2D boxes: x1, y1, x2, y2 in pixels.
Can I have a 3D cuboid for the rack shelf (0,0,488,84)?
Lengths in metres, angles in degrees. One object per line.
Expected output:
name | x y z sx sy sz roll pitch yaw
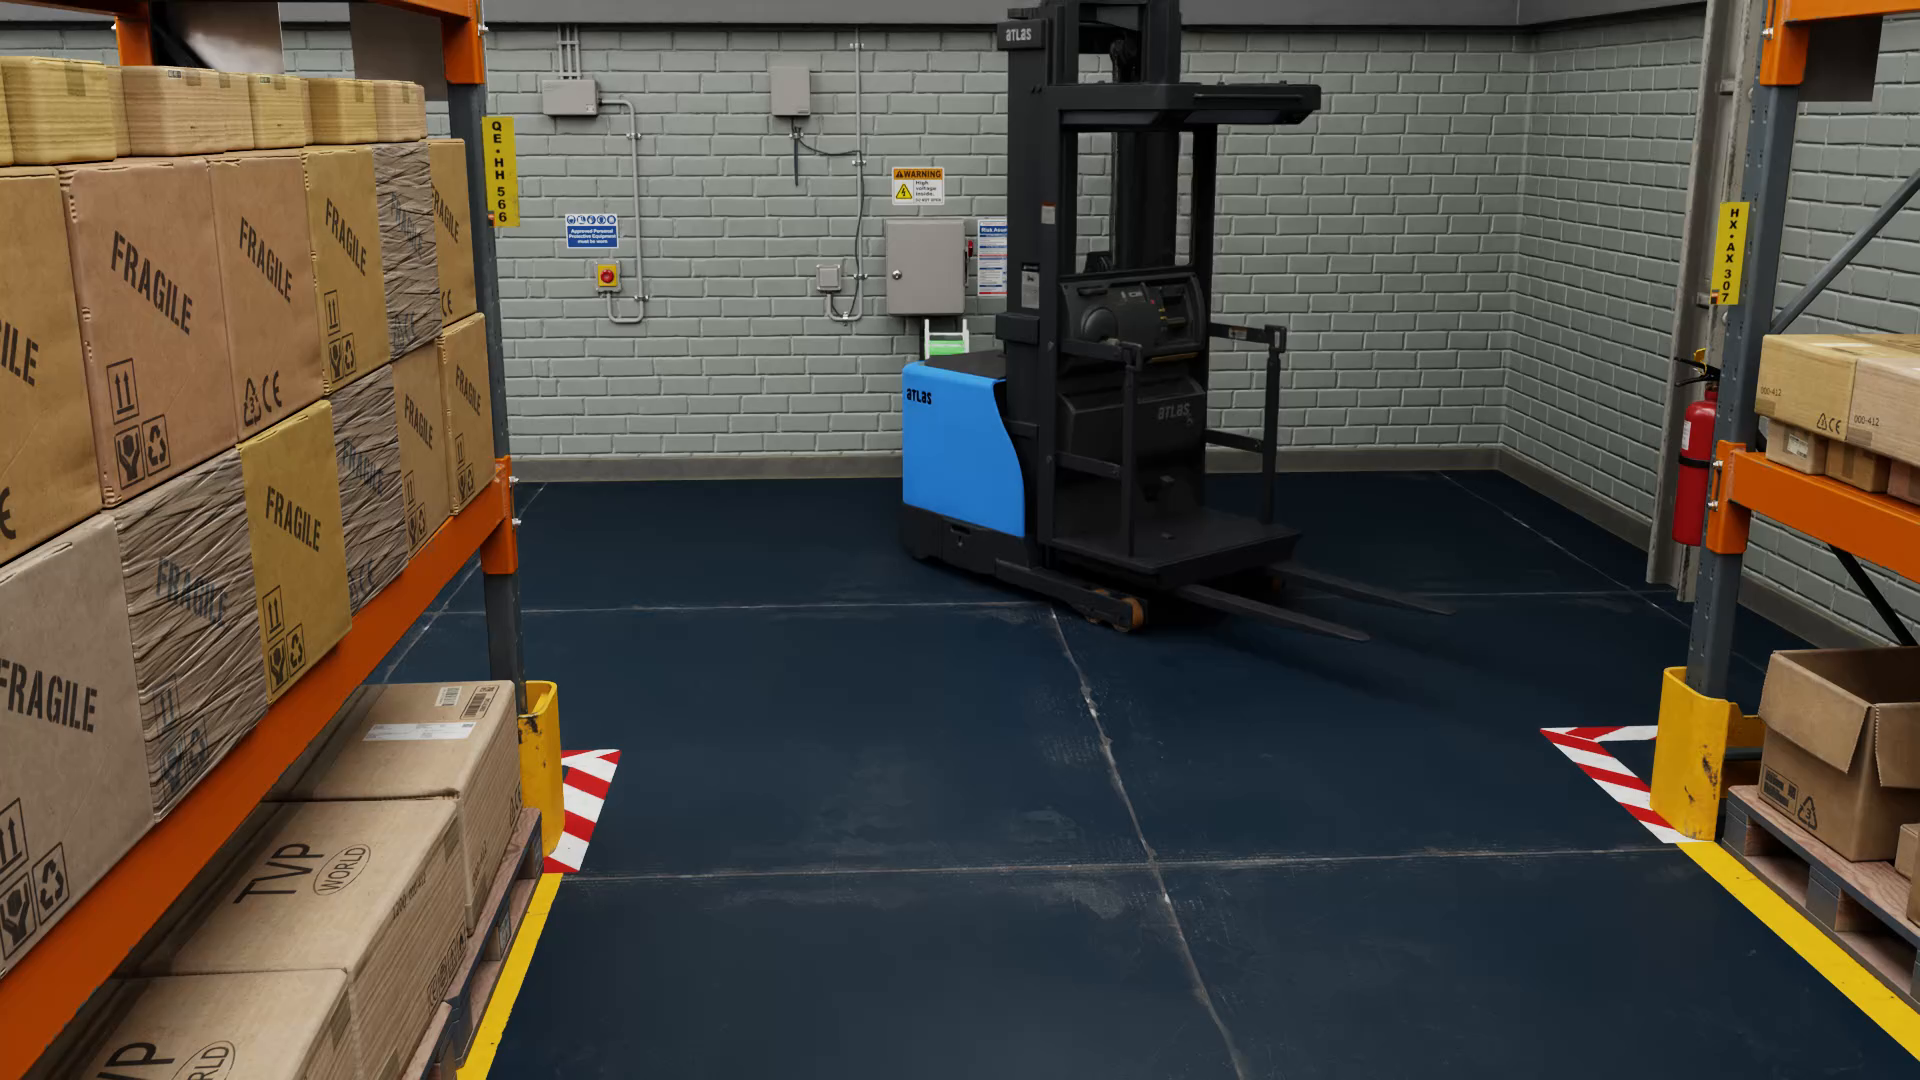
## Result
rack shelf | -1.811 -1.039 2.970 1.077 0.370 4.000 -1 14 -3

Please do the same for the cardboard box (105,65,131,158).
cardboard box | -1.576 -0.684 2.655 0.380 0.149 0.250 -1 14 -4

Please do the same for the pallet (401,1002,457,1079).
pallet | -1.734 1.418 3.590 1.003 0.211 1.213 -1 14 -3

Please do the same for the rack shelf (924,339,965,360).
rack shelf | -0.077 -1.049 9.527 0.258 0.148 0.480 0 14 -1

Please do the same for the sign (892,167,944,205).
sign | -0.270 -2.281 10.715 0.339 0.242 0.001 -1 14 -3

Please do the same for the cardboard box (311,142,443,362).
cardboard box | -1.605 -0.719 4.095 0.500 0.500 0.500 -1 14 -3

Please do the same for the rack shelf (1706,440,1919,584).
rack shelf | 3.143 0.336 3.645 1.077 0.370 4.000 -1 14 -3

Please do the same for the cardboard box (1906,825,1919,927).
cardboard box | 2.977 0.864 4.322 0.700 0.500 0.500 0 14 -1

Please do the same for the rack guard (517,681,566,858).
rack guard | -1.936 0.772 5.522 1.175 0.500 0.348 -1 14 -3

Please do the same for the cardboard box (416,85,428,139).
cardboard box | -1.712 -1.193 4.635 0.380 0.149 0.250 -1 14 -3

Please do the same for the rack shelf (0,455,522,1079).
rack shelf | -1.811 0.413 3.344 1.077 0.370 4.000 -1 14 -3

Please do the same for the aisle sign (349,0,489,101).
aisle sign | -1.630 -1.714 4.952 0.394 0.787 0.004 -1 14 -3

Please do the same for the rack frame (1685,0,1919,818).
rack frame | 3.019 -0.510 5.489 1.000 3.000 0.127 -1 14 -3

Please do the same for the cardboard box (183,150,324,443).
cardboard box | -1.549 -0.471 3.131 0.500 0.500 0.500 -1 14 -4

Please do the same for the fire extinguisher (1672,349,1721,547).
fire extinguisher | 2.549 -0.321 5.659 0.296 0.674 0.183 -1 14 -3

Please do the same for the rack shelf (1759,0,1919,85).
rack shelf | 3.143 -1.117 3.271 1.077 0.370 4.000 -1 14 -3

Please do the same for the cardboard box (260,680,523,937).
cardboard box | -1.794 0.768 4.822 0.875 0.438 0.875 -1 14 -5

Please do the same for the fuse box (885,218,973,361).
fuse box | -0.202 -1.207 10.782 0.539 1.711 0.414 -1 14 -3

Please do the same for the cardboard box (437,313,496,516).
cardboard box | -1.640 -0.365 4.724 0.500 0.500 0.500 -1 14 -3

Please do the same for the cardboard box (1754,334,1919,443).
cardboard box | 2.779 -0.464 5.016 0.500 0.250 0.500 -1 14 -3

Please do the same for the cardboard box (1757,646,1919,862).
cardboard box | 2.963 0.649 5.151 0.797 0.503 0.637 -1 15 -6

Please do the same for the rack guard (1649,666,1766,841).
rack guard | 3.024 0.719 5.727 1.175 0.500 0.348 -1 14 -3

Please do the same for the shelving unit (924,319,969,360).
shelving unit | -0.077 -0.646 9.631 0.258 1.200 0.503 0 14 -1

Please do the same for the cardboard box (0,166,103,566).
cardboard box | -1.500 -0.218 2.147 0.500 0.500 0.500 -1 14 -4

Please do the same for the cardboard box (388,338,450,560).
cardboard box | -1.624 -0.240 4.238 0.500 0.500 0.500 -1 14 -5

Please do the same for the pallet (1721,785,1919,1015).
pallet | 3.074 1.058 4.992 1.003 0.211 1.213 -1 14 -3

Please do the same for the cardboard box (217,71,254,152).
cardboard box | -1.581 -0.811 3.150 0.380 0.149 0.250 0 14 -2

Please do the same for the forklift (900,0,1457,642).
forklift | 0.994 -1.123 8.010 1.130 2.935 3.031 -12 18 -38

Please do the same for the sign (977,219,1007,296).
sign | 0.279 -1.844 10.863 0.329 0.494 0.001 -1 14 -3

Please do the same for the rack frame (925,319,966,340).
rack frame | -0.084 -0.707 9.867 0.240 1.200 0.015 0 14 -1

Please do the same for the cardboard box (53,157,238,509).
cardboard box | -1.520 -0.346 2.643 0.500 0.500 0.500 -1 14 -2

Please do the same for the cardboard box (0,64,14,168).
cardboard box | -1.491 -0.556 2.159 0.380 0.149 0.250 -1 14 -4

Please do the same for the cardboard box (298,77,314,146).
cardboard box | -1.653 -0.938 3.643 0.380 0.149 0.250 -1 14 -4

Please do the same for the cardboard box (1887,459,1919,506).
cardboard box | 2.879 -0.175 4.691 0.380 0.149 0.250 -1 14 -4

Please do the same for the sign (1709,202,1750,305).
sign | 2.478 -0.921 5.348 0.100 0.325 0.005 -1 14 -3

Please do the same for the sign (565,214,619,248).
sign | -2.359 -1.980 10.659 0.327 0.218 0.001 -1 14 -3

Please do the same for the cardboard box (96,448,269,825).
cardboard box | -1.506 0.144 2.745 0.500 0.500 0.500 -1 14 -3

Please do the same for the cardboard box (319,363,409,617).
cardboard box | -1.583 -0.112 3.742 0.500 0.500 0.500 0 14 -2

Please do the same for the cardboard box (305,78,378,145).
cardboard box | -1.598 -1.004 3.900 0.380 0.149 0.250 -1 14 -2

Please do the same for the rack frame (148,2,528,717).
rack frame | -1.935 -0.432 5.187 1.000 3.000 0.127 -1 14 -3

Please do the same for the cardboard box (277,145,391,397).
cardboard box | -1.578 -0.596 3.617 0.500 0.500 0.500 -1 14 -4

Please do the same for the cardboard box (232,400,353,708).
cardboard box | -1.538 0.016 3.243 0.500 0.500 0.500 0 14 -2

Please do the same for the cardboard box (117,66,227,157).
cardboard box | -1.523 -0.746 2.897 0.380 0.149 0.250 -1 14 -3

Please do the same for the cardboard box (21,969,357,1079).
cardboard box | -1.675 1.219 3.066 0.875 0.438 0.875 -1 14 -5

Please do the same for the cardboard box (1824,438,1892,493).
cardboard box | 2.828 -0.240 4.943 0.380 0.149 0.250 -1 14 -2

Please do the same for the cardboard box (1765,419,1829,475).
cardboard box | 2.766 -0.302 5.186 0.380 0.149 0.250 -1 14 -4

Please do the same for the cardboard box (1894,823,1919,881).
cardboard box | 2.950 0.927 4.782 0.380 0.149 0.250 -1 15 -6

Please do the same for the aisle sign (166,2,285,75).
aisle sign | -2.228 -1.705 4.916 0.394 0.787 0.004 -1 14 -3

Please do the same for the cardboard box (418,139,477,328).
cardboard box | -1.667 -0.849 4.599 0.500 0.500 0.500 0 14 -2

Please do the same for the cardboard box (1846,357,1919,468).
cardboard box | 2.810 -0.339 4.528 0.500 0.250 0.500 -1 14 -3

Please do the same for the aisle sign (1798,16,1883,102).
aisle sign | 2.722 -1.781 5.213 0.394 0.787 0.004 -1 14 -3

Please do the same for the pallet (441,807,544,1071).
pallet | -1.807 1.116 4.767 1.003 0.211 1.213 -1 14 -3

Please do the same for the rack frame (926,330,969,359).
rack frame | -0.071 -0.586 9.394 0.240 1.200 0.015 0 14 -1

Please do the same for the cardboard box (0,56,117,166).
cardboard box | -1.479 -0.623 2.417 0.380 0.149 0.250 -1 14 -5

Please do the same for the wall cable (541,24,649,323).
wall cable | -2.307 -2.342 10.506 0.585 1.953 0.123 -1 14 -3

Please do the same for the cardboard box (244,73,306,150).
cardboard box | -1.579 -0.877 3.404 0.380 0.149 0.250 -1 14 -2

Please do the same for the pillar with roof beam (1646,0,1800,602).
pillar with roof beam | -0.545 -4.033 7.143 9.100 9.000 0.400 -1 14 -3

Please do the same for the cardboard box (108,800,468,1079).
cardboard box | -1.729 0.995 3.938 0.875 0.438 0.875 0 14 -2

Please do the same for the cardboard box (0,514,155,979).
cardboard box | -1.482 0.268 2.264 0.500 0.500 0.500 -1 14 -3

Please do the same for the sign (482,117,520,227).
sign | -1.392 -1.113 5.033 0.100 0.325 0.005 -1 14 -3
